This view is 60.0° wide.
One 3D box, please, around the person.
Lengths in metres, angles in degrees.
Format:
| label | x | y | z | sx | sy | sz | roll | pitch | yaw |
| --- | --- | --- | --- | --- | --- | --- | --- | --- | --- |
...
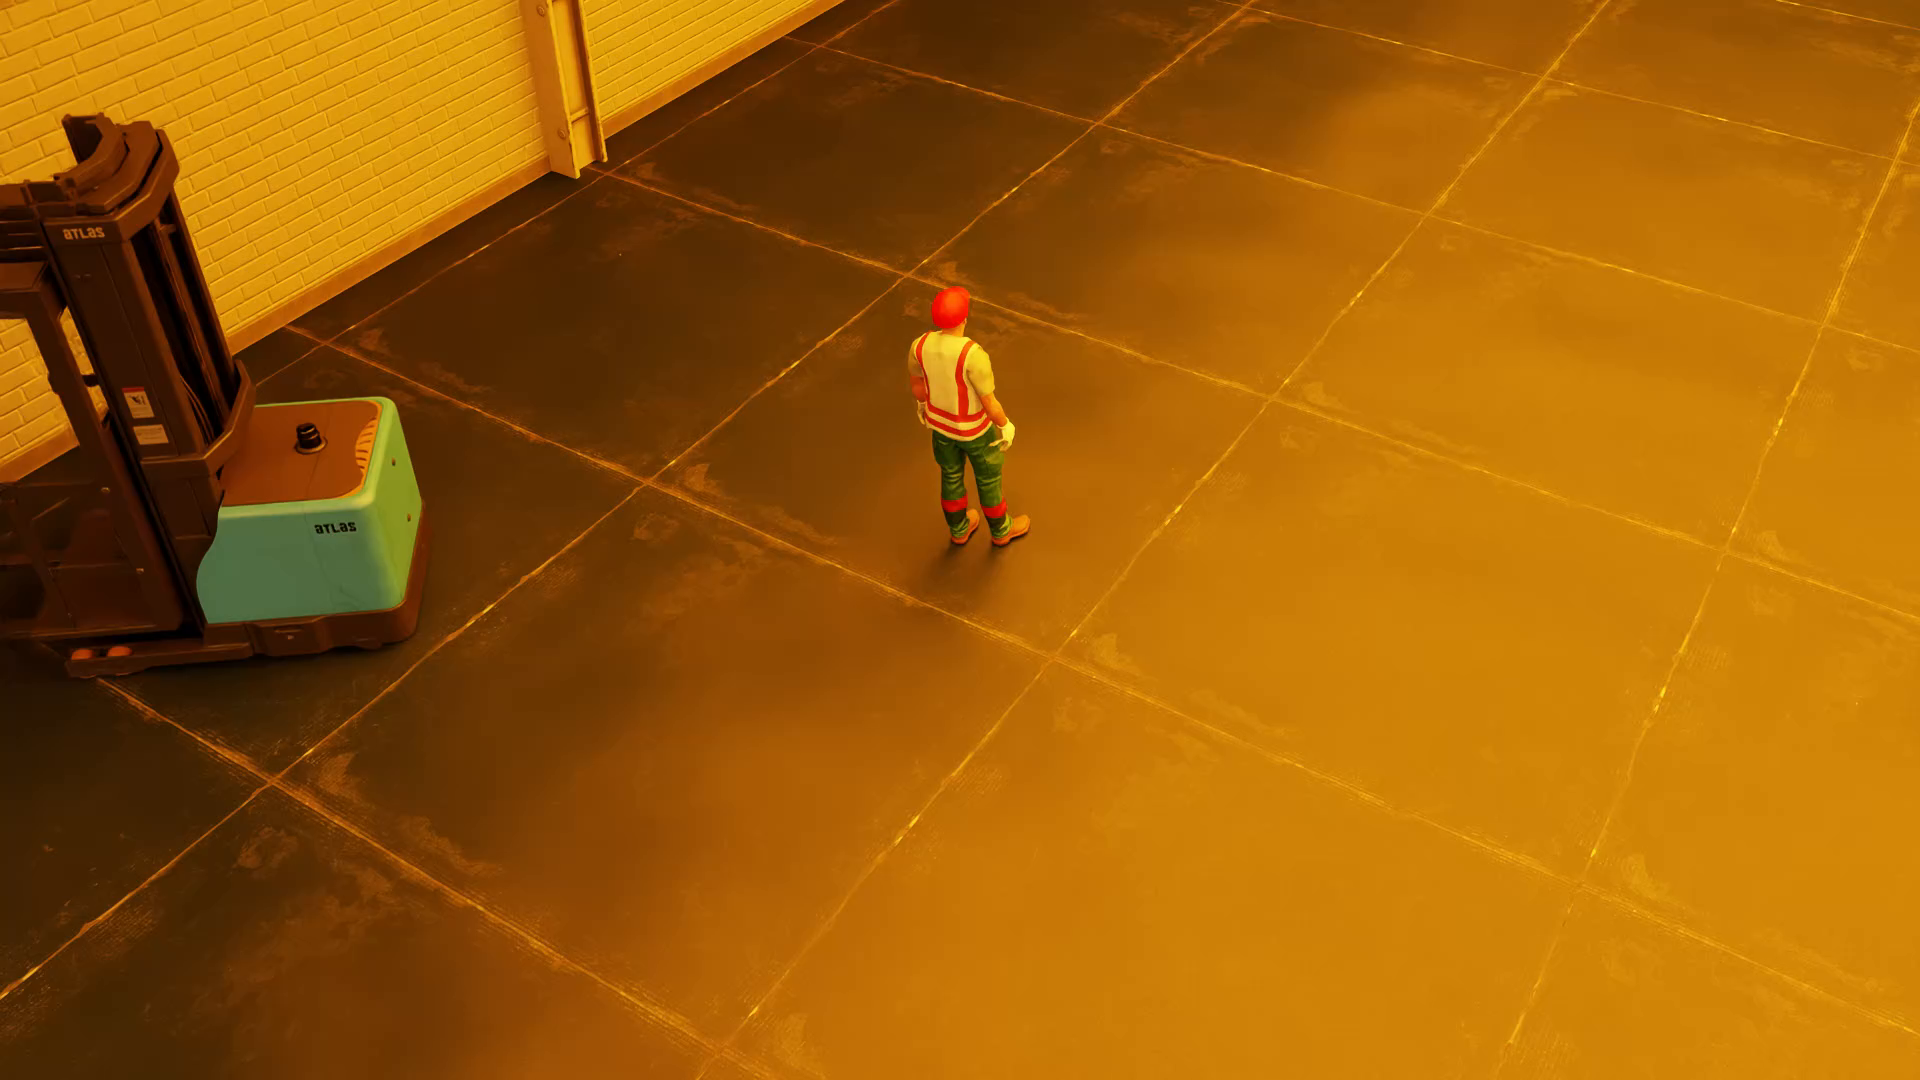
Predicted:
| label | x | y | z | sx | sy | sz | roll | pitch | yaw |
| --- | --- | --- | --- | --- | --- | --- | --- | --- | --- |
| person | 0.054 | -0.726 | 9.699 | 0.637 | 1.785 | 0.562 | 22 | 45 | 24 |

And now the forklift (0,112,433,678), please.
| label | x | y | z | sx | sy | sz | roll | pitch | yaw |
| --- | --- | --- | --- | --- | --- | --- | --- | --- | --- |
| forklift | -4.675 | -0.707 | 8.801 | 3.031 | 2.935 | 1.130 | -5 | 40 | -5 |
